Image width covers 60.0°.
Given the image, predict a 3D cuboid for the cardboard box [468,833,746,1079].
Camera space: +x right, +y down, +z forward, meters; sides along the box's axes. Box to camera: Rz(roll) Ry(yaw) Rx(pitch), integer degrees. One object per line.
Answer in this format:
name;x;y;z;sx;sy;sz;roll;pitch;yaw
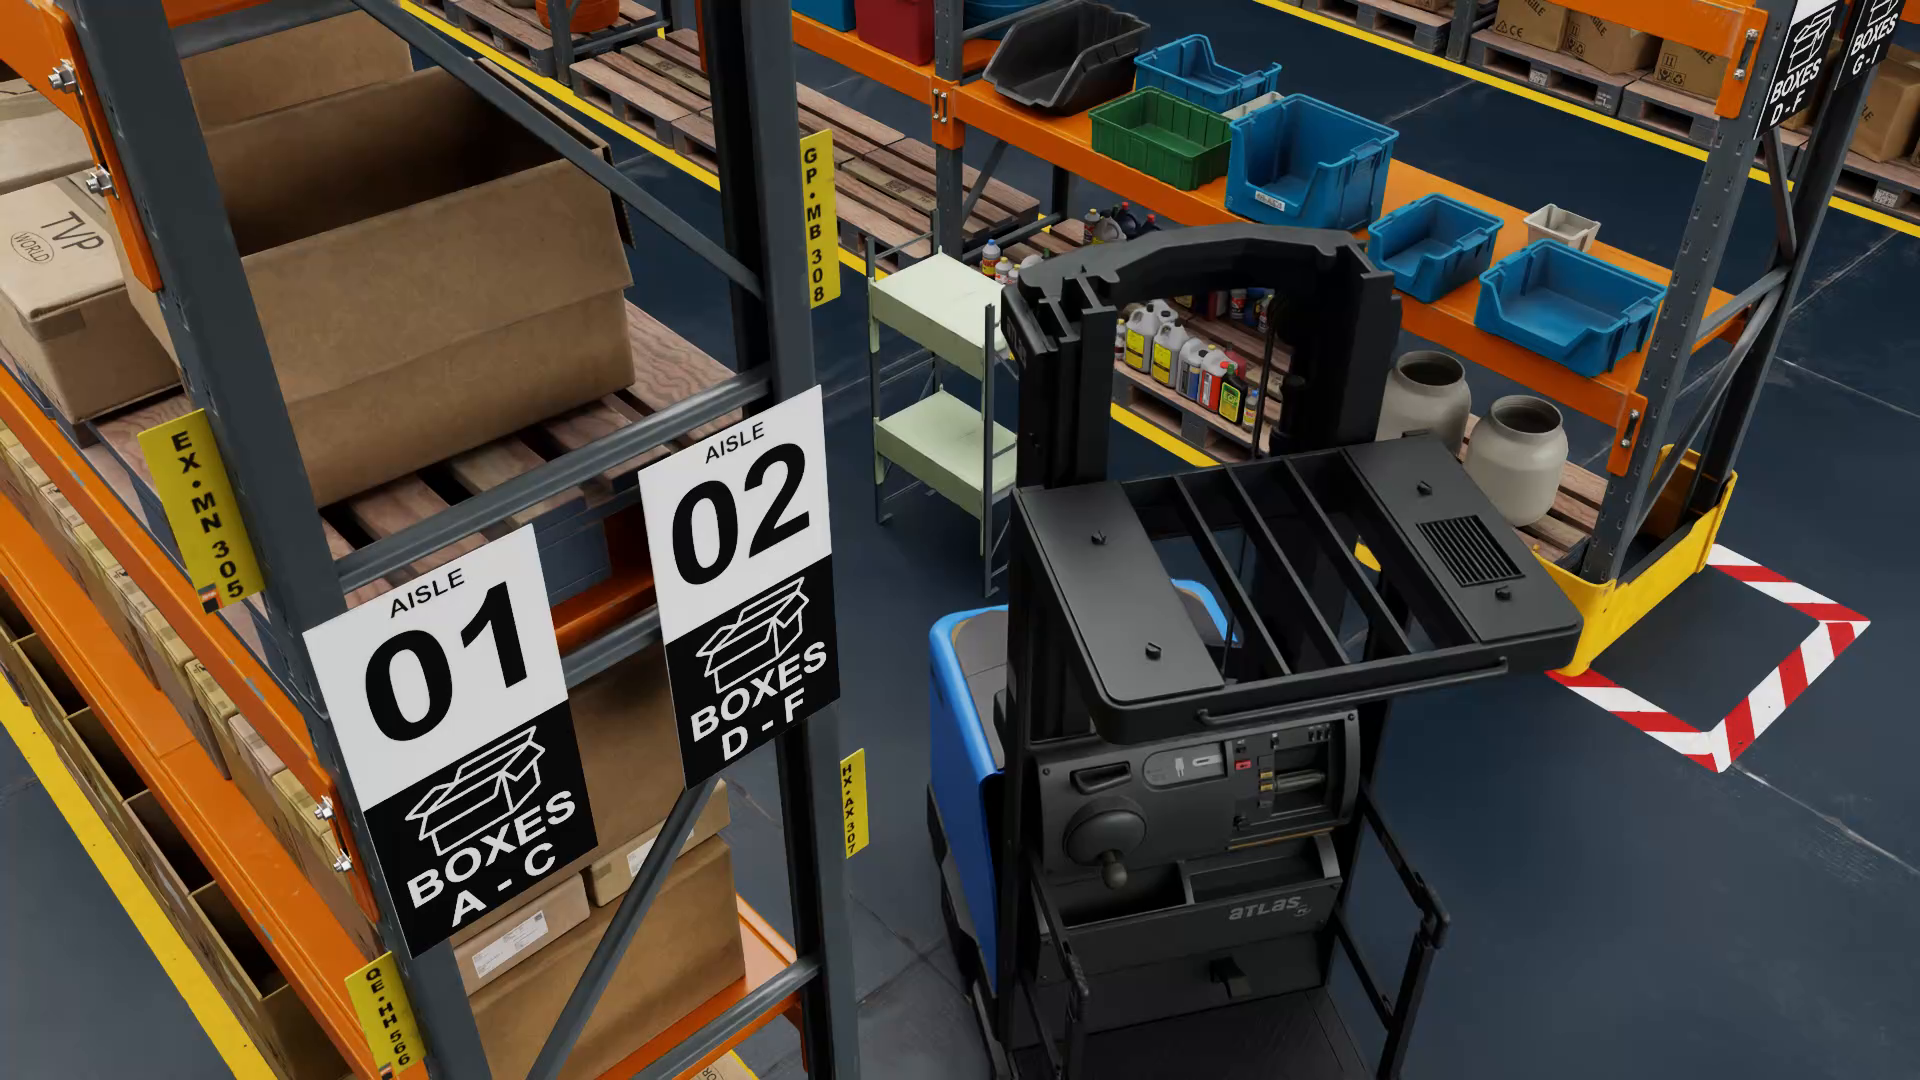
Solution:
cardboard box;-0.975;0.959;4.095;0.700;0.500;0.500;-30;48;-32

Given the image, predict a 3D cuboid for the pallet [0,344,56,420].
pallet;-1.957;-0.816;4.056;1.003;0.211;1.213;-30;48;-32

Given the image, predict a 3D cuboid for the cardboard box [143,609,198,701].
cardboard box;-1.944;0.234;4.477;0.380;0.149;0.250;-29;47;-31

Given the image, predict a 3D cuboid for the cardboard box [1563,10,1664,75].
cardboard box;4.560;-3.567;11.434;0.500;0.500;0.500;-16;42;-19

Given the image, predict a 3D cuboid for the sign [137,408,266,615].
sign;-1.078;-0.037;2.379;0.100;0.325;0.005;-30;48;-32

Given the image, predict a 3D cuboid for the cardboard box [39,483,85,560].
cardboard box;-2.460;-0.122;4.917;0.380;0.149;0.250;-31;48;-33

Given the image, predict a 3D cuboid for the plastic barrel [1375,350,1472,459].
plastic barrel;2.142;-0.583;7.731;0.421;0.512;0.421;0;39;0

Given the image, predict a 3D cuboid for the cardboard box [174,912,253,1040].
cardboard box;-2.272;1.314;5.590;0.500;0.250;0.500;-30;48;-32

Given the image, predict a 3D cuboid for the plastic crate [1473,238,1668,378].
plastic crate;2.424;-0.930;6.633;0.499;0.251;0.616;-30;48;-32

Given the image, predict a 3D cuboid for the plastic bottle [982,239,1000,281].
plastic bottle;0.170;-1.511;9.055;0.097;0.271;0.097;0;39;0

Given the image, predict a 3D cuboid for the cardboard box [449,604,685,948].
cardboard box;-1.011;0.430;3.718;0.700;0.500;0.500;-30;48;-32

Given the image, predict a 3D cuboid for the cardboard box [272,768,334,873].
cardboard box;-1.418;0.594;4.032;0.380;0.149;0.250;-31;48;-32

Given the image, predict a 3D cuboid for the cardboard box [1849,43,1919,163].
cardboard box;5.791;-2.738;10.407;0.500;0.500;0.500;-18;42;-21

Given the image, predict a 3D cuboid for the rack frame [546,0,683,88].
rack frame;-2.428;-4.586;11.041;1.000;3.000;0.127;-30;48;-32

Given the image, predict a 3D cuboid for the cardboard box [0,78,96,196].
cardboard box;-2.018;-0.809;3.602;0.500;0.311;0.500;-24;45;-27

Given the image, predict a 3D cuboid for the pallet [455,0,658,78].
pallet;-2.992;-3.848;12.347;1.003;0.211;1.213;-30;48;-32

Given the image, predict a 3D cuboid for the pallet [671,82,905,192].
pallet;-1.112;-2.562;10.754;1.003;0.211;1.213;-30;48;-32

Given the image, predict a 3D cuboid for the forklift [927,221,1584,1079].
forklift;0.719;0.785;4.445;1.130;2.935;3.031;-9;40;-10

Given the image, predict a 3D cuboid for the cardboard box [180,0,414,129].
cardboard box;-1.590;-1.089;3.798;0.500;0.500;0.500;-30;48;-32

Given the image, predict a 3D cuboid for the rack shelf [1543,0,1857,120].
rack shelf;1.630;-2.696;6.886;1.077;0.370;4.000;-30;48;-32

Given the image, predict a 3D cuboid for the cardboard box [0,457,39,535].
cardboard box;-3.069;-0.468;5.862;0.700;0.500;0.500;-31;48;-33

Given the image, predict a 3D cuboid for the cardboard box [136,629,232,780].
cardboard box;-2.024;0.244;4.981;0.700;0.500;0.500;-28;47;-31

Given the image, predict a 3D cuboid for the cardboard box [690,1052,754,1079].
cardboard box;-0.867;1.783;5.009;0.500;0.250;0.500;-30;48;-32

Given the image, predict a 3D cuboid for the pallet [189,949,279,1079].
pallet;-2.038;1.404;5.844;1.003;0.211;1.213;-30;48;-32

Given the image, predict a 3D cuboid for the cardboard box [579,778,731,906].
cardboard box;-0.775;0.655;3.956;0.380;0.149;0.250;-30;48;-32

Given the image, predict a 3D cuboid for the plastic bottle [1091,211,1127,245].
plastic bottle;0.819;-1.639;9.150;0.144;0.351;0.185;-30;48;-32

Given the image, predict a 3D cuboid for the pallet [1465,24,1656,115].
pallet;4.406;-3.459;11.865;1.003;0.211;1.213;-30;48;-32

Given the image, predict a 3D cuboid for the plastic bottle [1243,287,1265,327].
plastic bottle;1.549;-1.264;8.748;0.097;0.271;0.097;0;39;0

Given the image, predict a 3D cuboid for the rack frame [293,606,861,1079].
rack frame;-0.668;1.220;3.853;1.000;3.000;0.127;-30;48;-32

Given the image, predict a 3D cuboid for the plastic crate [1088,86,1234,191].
plastic crate;0.987;-1.904;7.889;0.450;0.188;0.662;-30;48;-32

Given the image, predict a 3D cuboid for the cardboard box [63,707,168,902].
cardboard box;-2.614;0.793;5.638;0.500;0.500;0.500;-30;48;-32

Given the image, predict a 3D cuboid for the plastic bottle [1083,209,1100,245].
plastic bottle;0.752;-1.782;9.446;0.097;0.201;0.097;0;39;0

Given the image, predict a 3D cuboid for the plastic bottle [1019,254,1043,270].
plastic bottle;0.409;-1.375;8.882;0.152;0.276;0.135;-28;47;-30

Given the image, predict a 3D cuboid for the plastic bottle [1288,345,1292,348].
plastic bottle;1.754;-1.124;8.575;0.097;0.271;0.097;0;39;0

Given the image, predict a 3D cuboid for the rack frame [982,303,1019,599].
rack frame;0.252;-0.411;7.065;0.400;1.500;0.023;-30;48;-32

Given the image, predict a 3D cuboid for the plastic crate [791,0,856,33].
plastic crate;-0.698;-3.107;9.222;0.392;0.384;0.575;-30;48;-32

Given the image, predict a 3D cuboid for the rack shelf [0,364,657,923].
rack shelf;-2.021;-0.593;4.282;1.077;0.370;4.000;-30;48;-32

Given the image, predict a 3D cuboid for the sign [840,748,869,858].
sign;-0.256;0.619;3.844;0.100;0.325;0.005;-30;48;-32

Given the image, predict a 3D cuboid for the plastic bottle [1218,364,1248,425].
plastic bottle;1.325;-0.708;8.051;0.061;0.283;0.133;-29;47;-31

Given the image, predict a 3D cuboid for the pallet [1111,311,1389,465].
pallet;1.530;-0.757;8.519;1.003;0.211;1.213;-30;48;-32

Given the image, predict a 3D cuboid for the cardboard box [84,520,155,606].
cardboard box;-2.051;-0.276;4.592;0.700;0.500;0.500;-30;48;-32

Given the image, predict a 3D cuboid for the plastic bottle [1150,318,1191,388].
plastic bottle;1.058;-0.955;8.304;0.144;0.351;0.185;-28;47;-30

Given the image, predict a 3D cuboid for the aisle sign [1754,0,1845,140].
aisle sign;2.812;-1.735;5.442;0.394;0.787;0.004;-30;48;-32

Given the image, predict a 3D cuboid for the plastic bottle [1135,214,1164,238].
plastic bottle;1.055;-1.611;9.116;0.185;0.351;0.144;32;49;33

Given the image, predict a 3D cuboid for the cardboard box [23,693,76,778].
cardboard box;-3.284;0.618;6.451;0.500;0.250;0.500;-30;48;-32

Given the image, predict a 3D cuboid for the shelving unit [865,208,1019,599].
shelving unit;0.005;-0.580;7.275;0.431;1.500;0.755;-30;48;-32
